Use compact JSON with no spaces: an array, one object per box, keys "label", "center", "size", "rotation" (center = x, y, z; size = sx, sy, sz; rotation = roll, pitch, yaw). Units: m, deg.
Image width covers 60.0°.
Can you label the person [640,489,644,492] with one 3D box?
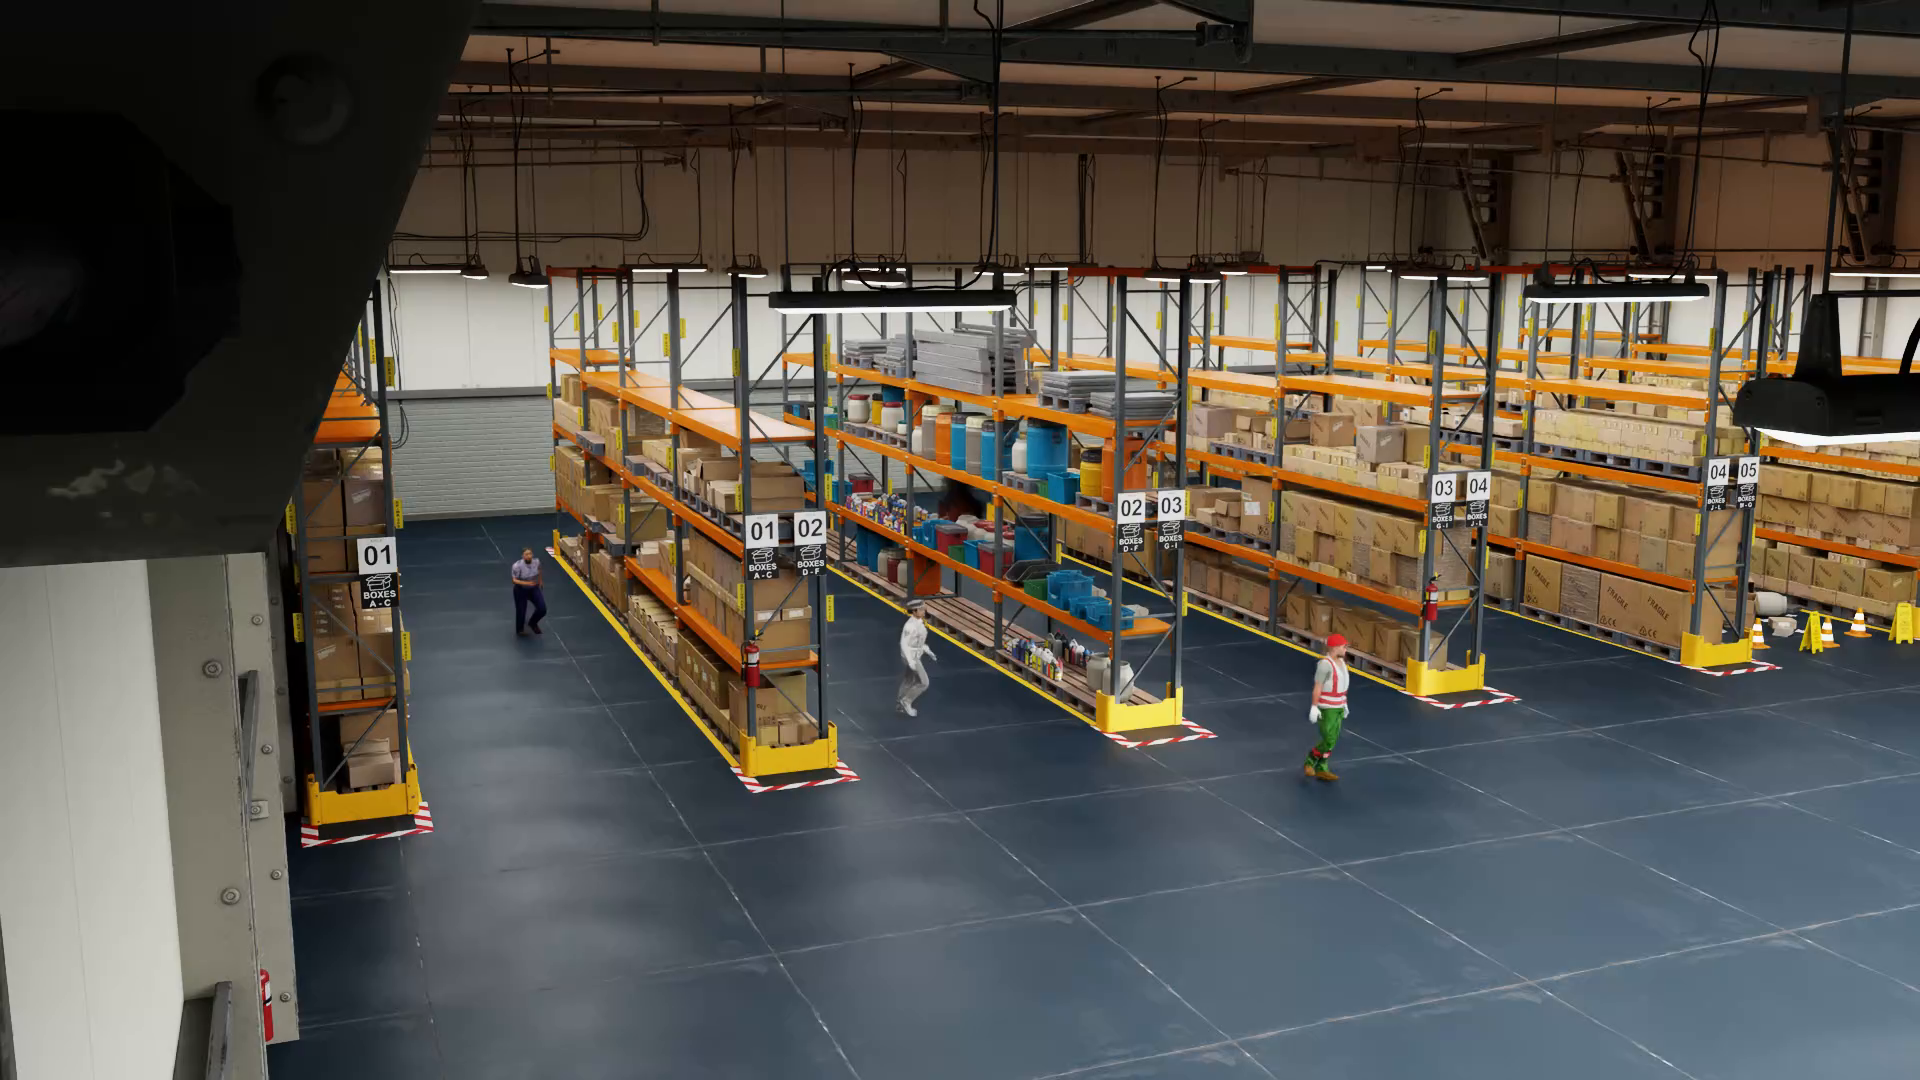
[{"label":"person","center":[-6.843,-0.784,36.054],"size":[0.670,1.824,0.852],"rotation":[-8,13,-38]}]

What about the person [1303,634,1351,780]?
[{"label":"person","center":[4.406,2.001,19.981],"size":[0.440,1.780,0.610],"rotation":[8,13,39]}]

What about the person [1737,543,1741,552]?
[{"label":"person","center":[15.637,-0.189,33.536],"size":[0.601,1.477,0.769],"rotation":[-8,13,-38]}]

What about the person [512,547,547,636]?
[{"label":"person","center":[-7.081,0.857,27.301],"size":[0.617,1.530,0.860],"rotation":[-7,12,-35]}]

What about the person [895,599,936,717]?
[{"label":"person","center":[-0.627,1.600,22.549],"size":[0.568,1.653,0.540],"rotation":[2,10,9]}]
